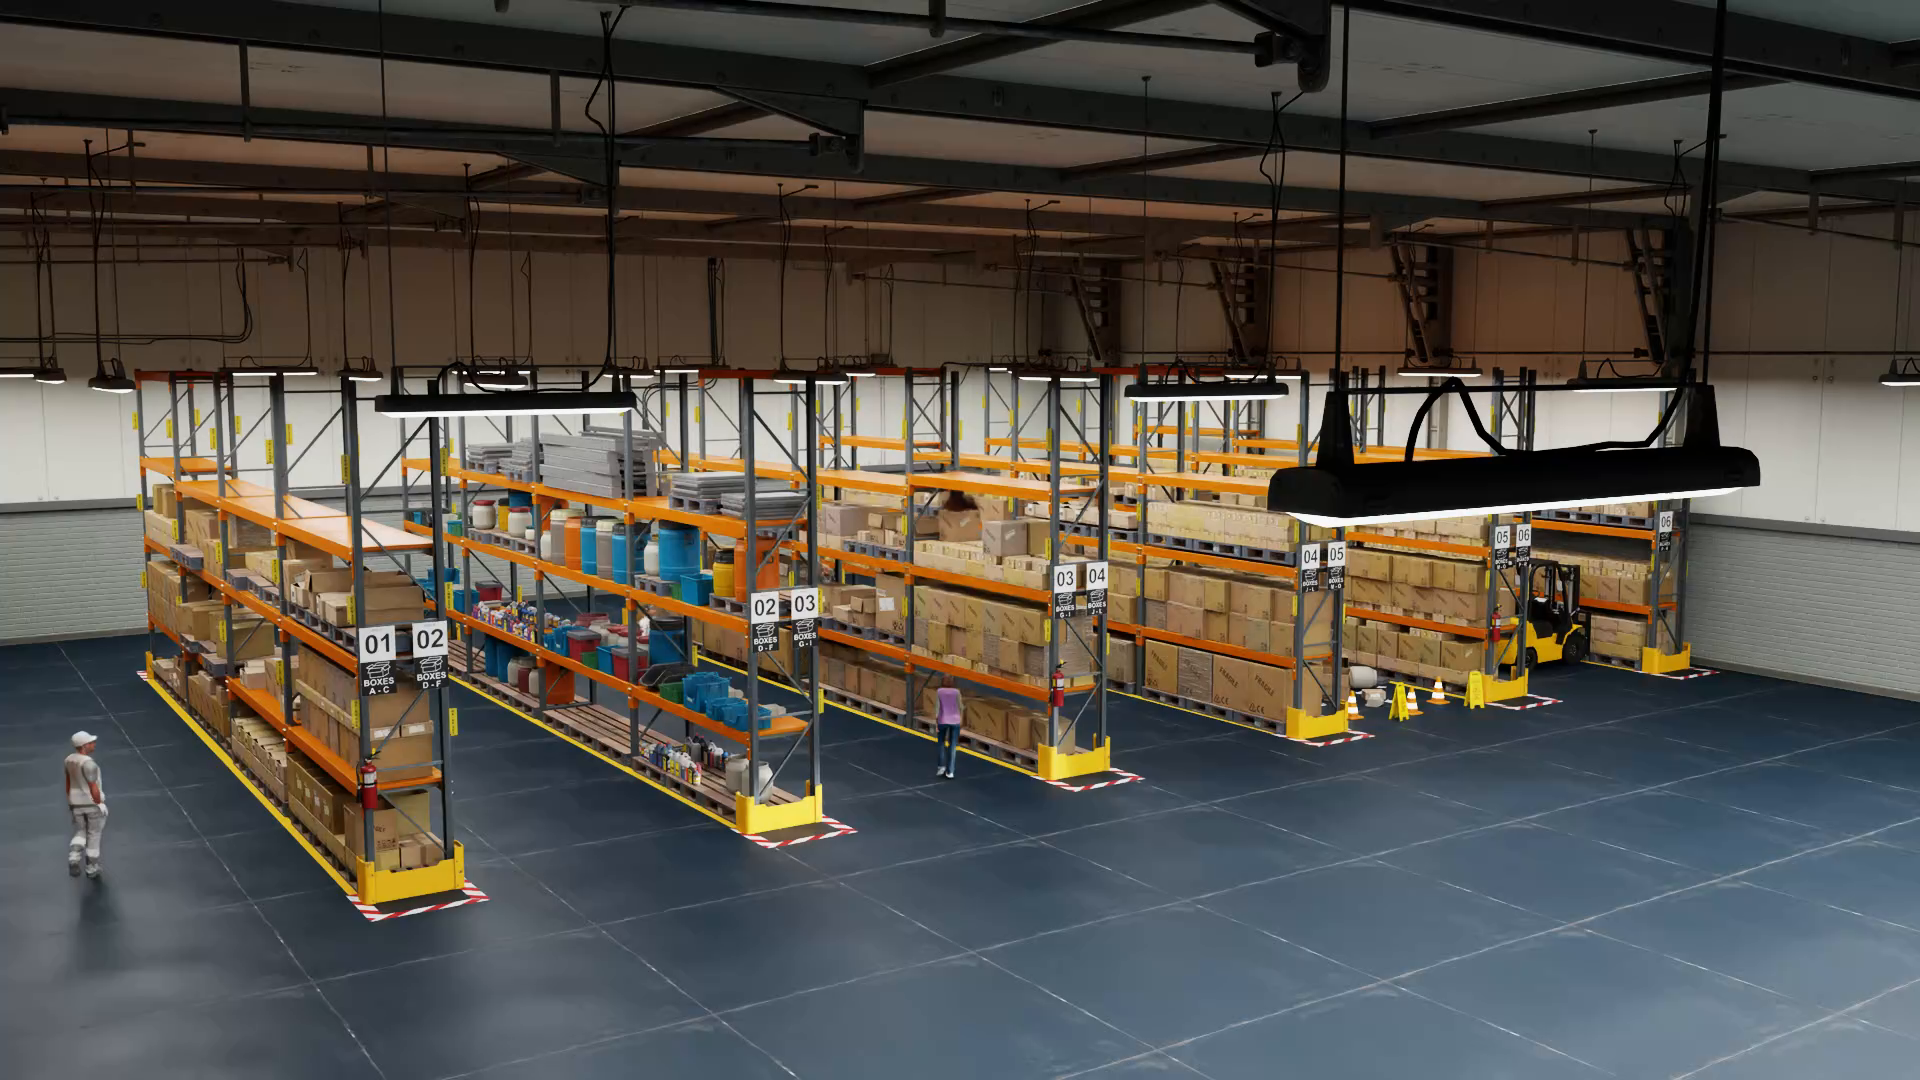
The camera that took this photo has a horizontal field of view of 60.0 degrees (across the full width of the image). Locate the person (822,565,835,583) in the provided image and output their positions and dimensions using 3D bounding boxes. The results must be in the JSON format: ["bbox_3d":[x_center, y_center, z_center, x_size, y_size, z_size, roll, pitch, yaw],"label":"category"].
[{"bbox_3d":[-2.896,1.380,36.475,0.591,1.681,0.988,-5,8,-36],"label":"person"}]

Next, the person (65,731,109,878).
[{"bbox_3d":[-10.509,3.177,19.969,0.538,1.785,0.497,0,6,0],"label":"person"}]

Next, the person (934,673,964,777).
[{"bbox_3d":[-0.163,2.759,24.782,0.447,1.611,0.492,0,6,0],"label":"person"}]

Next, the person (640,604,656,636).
[{"bbox_3d":[-5.799,1.977,31.231,0.483,1.651,0.707,-5,8,-37],"label":"person"}]
